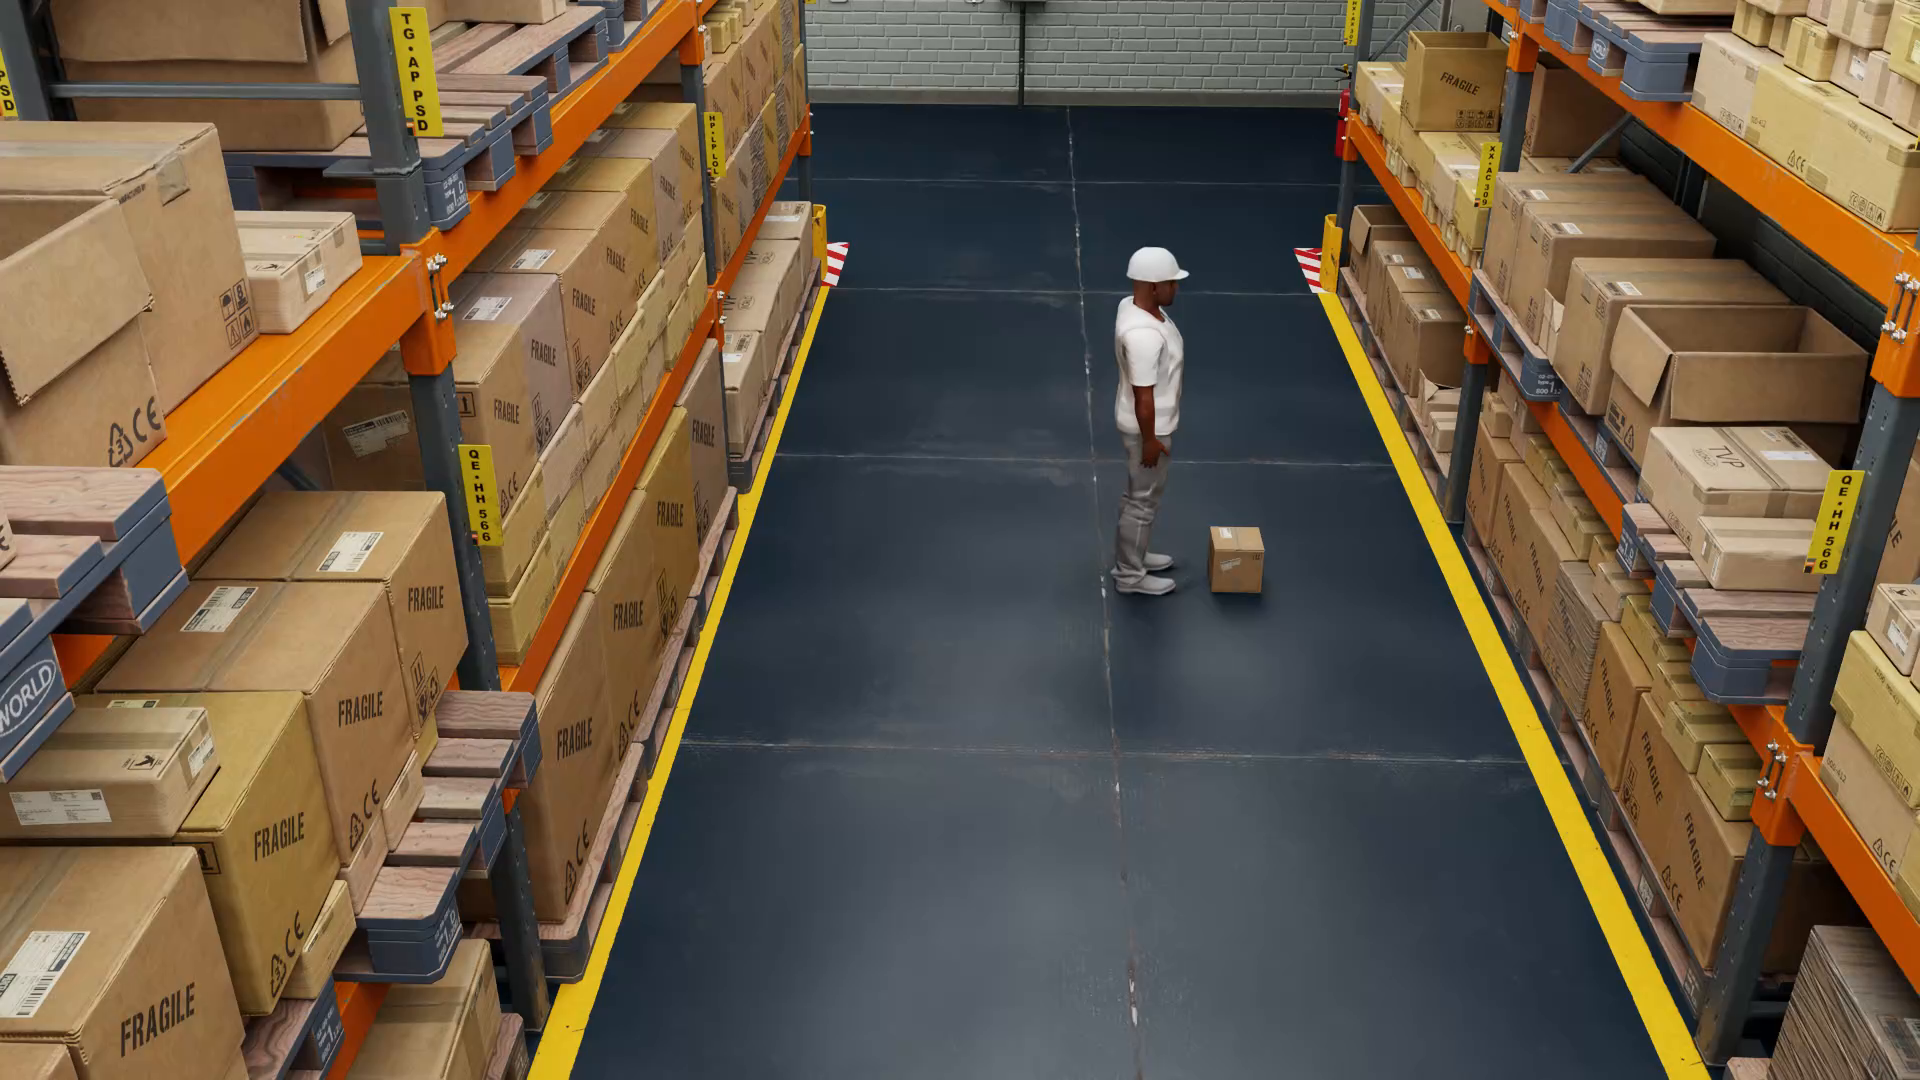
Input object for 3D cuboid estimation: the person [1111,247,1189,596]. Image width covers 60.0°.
[{"bbox_3d":[0.926,-0.586,8.205,0.367,1.766,0.562,2,28,3],"label":"person"}]
